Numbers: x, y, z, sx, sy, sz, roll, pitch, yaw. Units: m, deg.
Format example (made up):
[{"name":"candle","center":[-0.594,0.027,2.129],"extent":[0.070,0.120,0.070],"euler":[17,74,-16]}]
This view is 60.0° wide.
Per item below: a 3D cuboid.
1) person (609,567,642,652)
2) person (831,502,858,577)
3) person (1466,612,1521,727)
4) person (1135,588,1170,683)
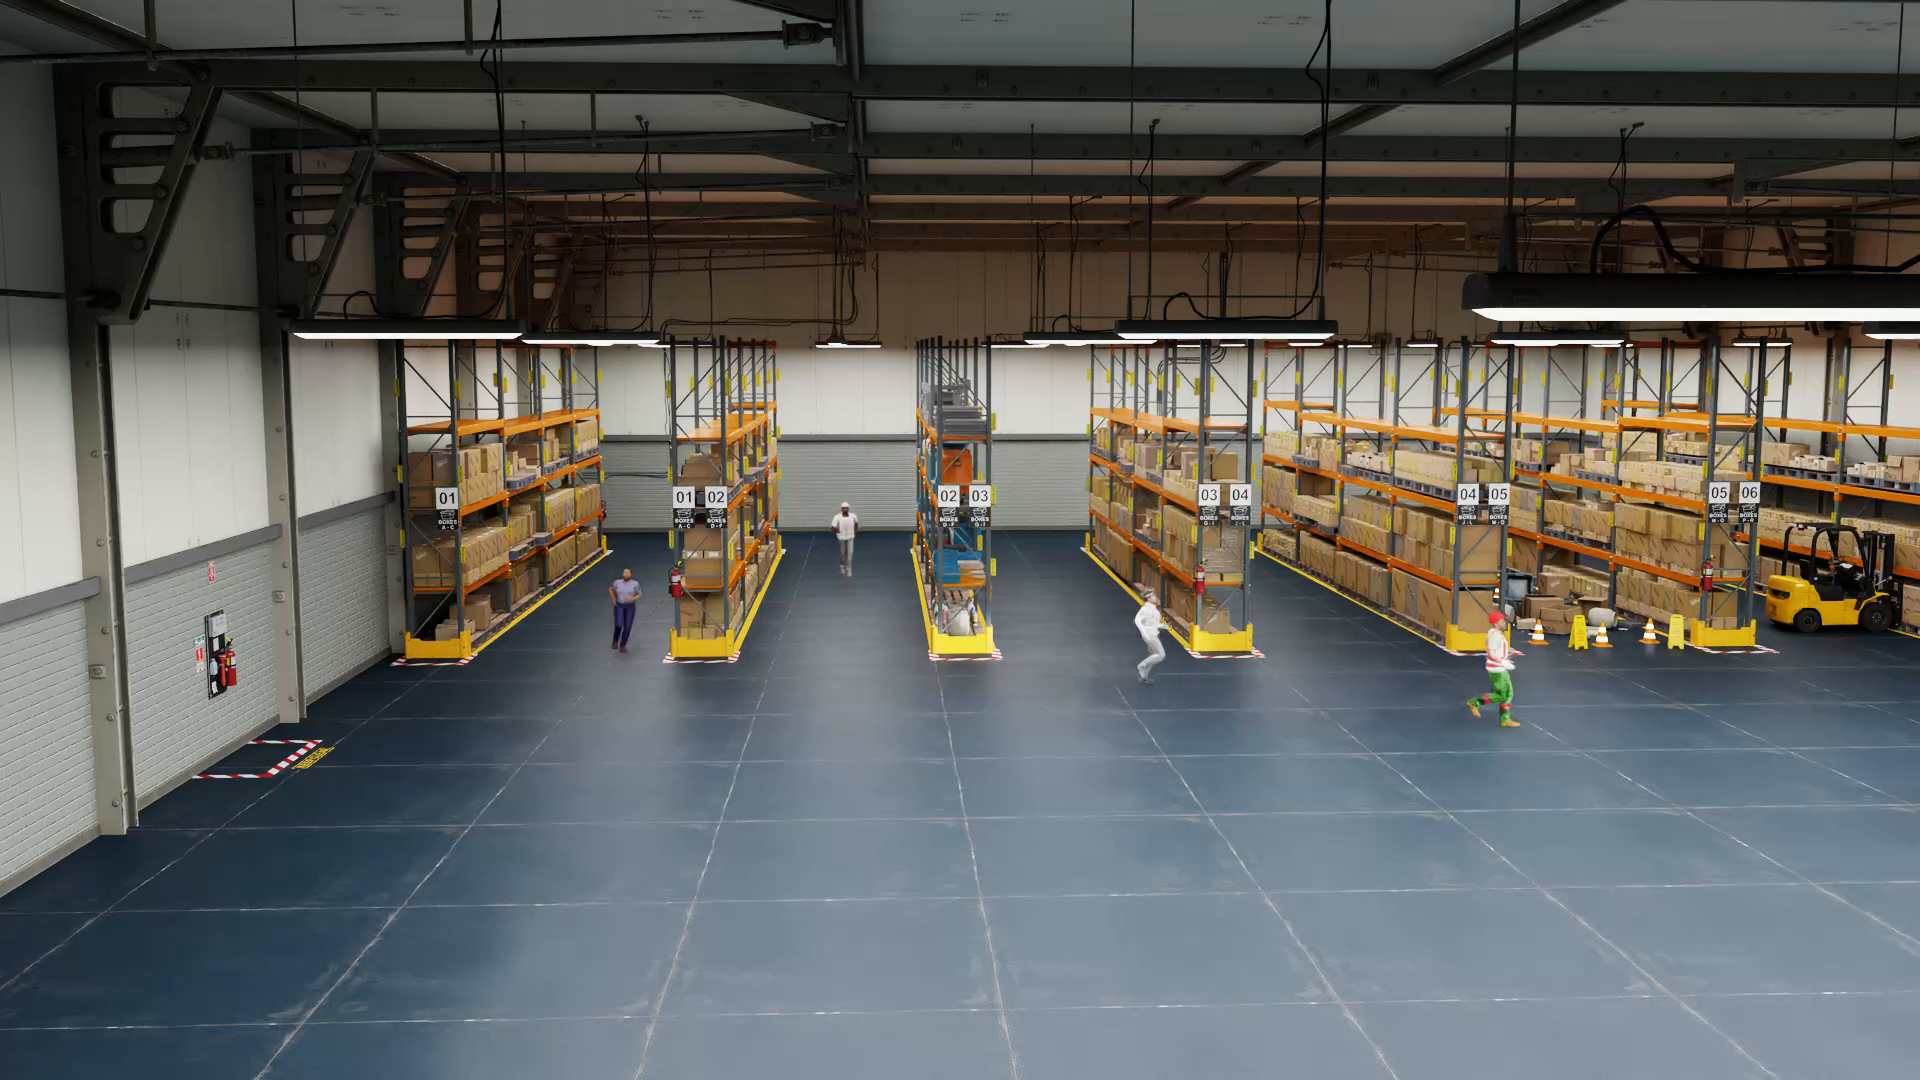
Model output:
[{"name":"person","center":[-6.368,1.345,31.741],"extent":[0.616,1.608,0.544],"euler":[-2,7,-13]},{"name":"person","center":[-2.768,-0.025,40.293],"extent":[0.700,1.783,0.887],"euler":[-1,7,-13]},{"name":"person","center":[8.160,1.971,25.361],"extent":[0.806,1.757,0.674],"euler":[2,7,19]},{"name":"person","center":[3.328,1.647,28.644],"extent":[0.548,1.652,0.586],"euler":[2,7,19]}]
